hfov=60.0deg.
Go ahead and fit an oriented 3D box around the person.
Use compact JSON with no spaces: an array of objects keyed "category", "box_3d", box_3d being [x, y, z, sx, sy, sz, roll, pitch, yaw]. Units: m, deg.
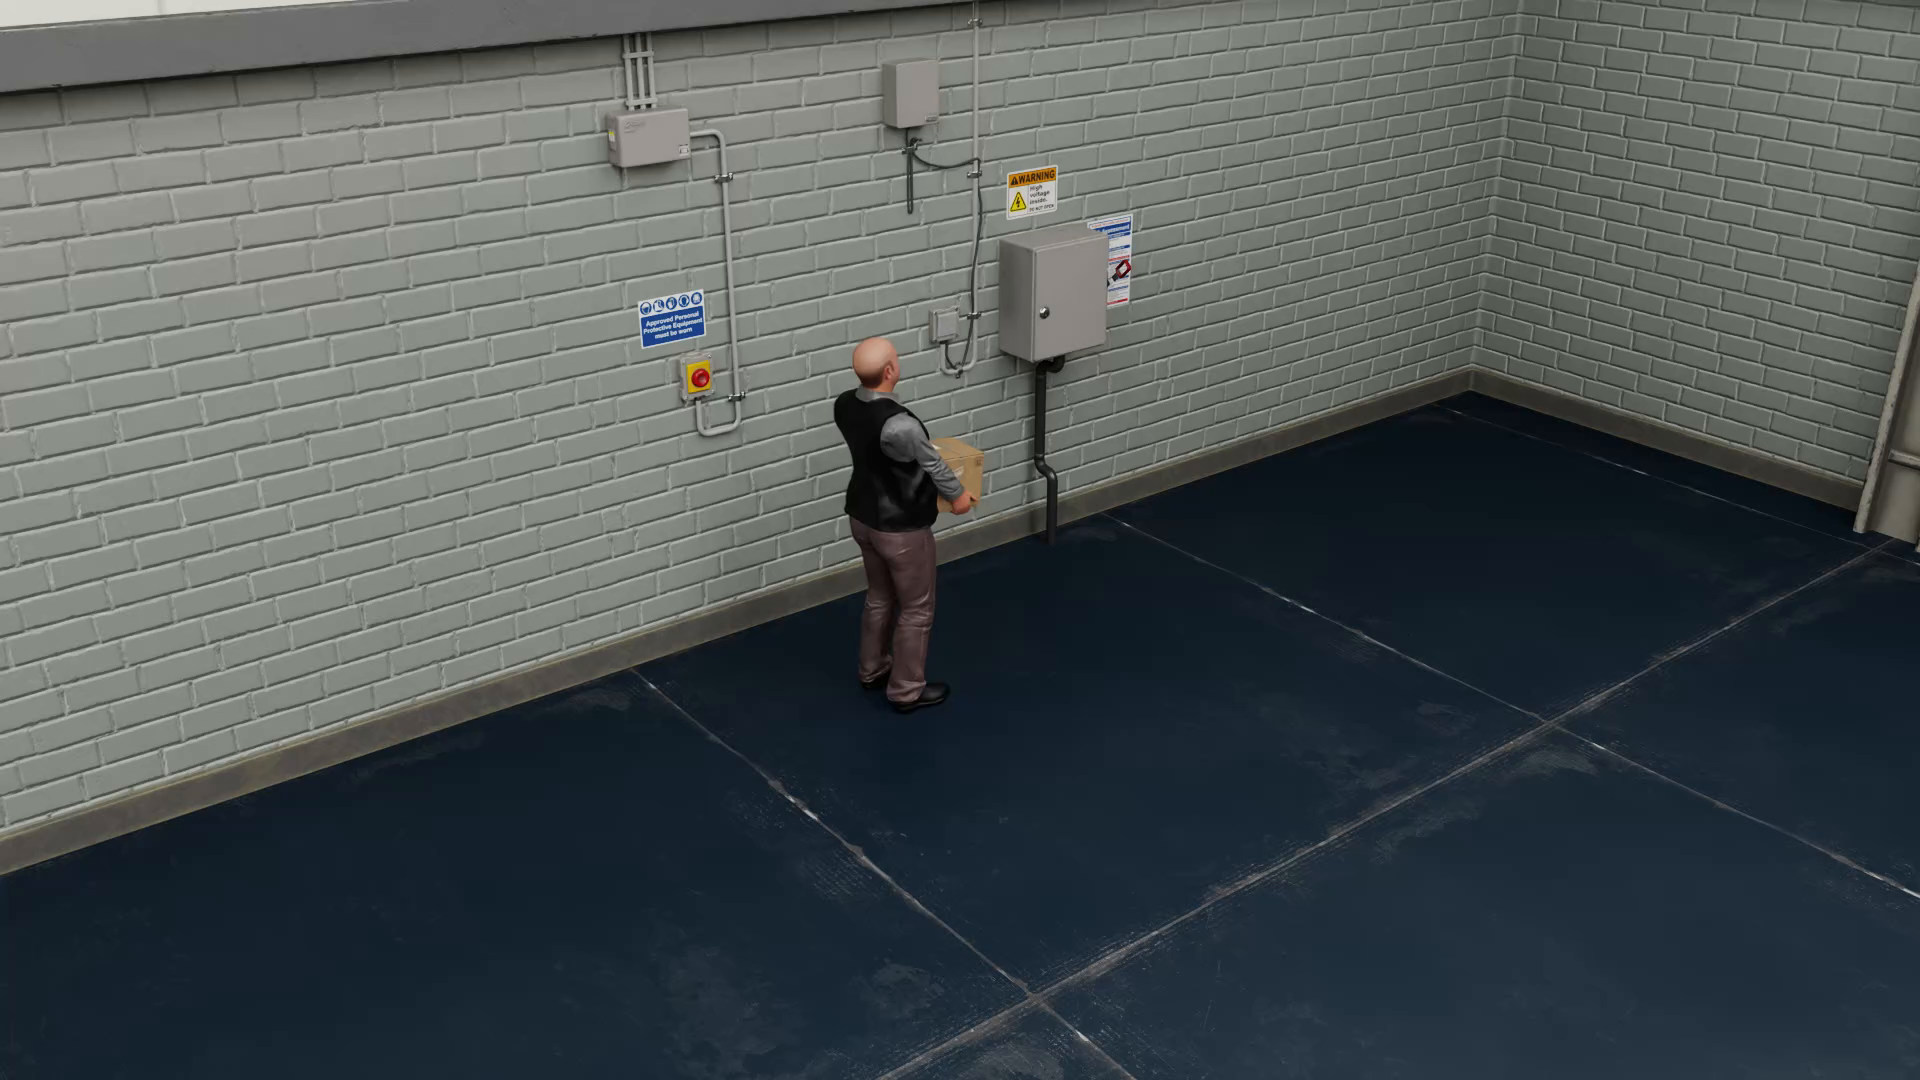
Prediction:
[{"category":"person","box_3d":[-0.233,-0.098,7.362,0.551,1.711,0.494,-18,30,-34]}]
